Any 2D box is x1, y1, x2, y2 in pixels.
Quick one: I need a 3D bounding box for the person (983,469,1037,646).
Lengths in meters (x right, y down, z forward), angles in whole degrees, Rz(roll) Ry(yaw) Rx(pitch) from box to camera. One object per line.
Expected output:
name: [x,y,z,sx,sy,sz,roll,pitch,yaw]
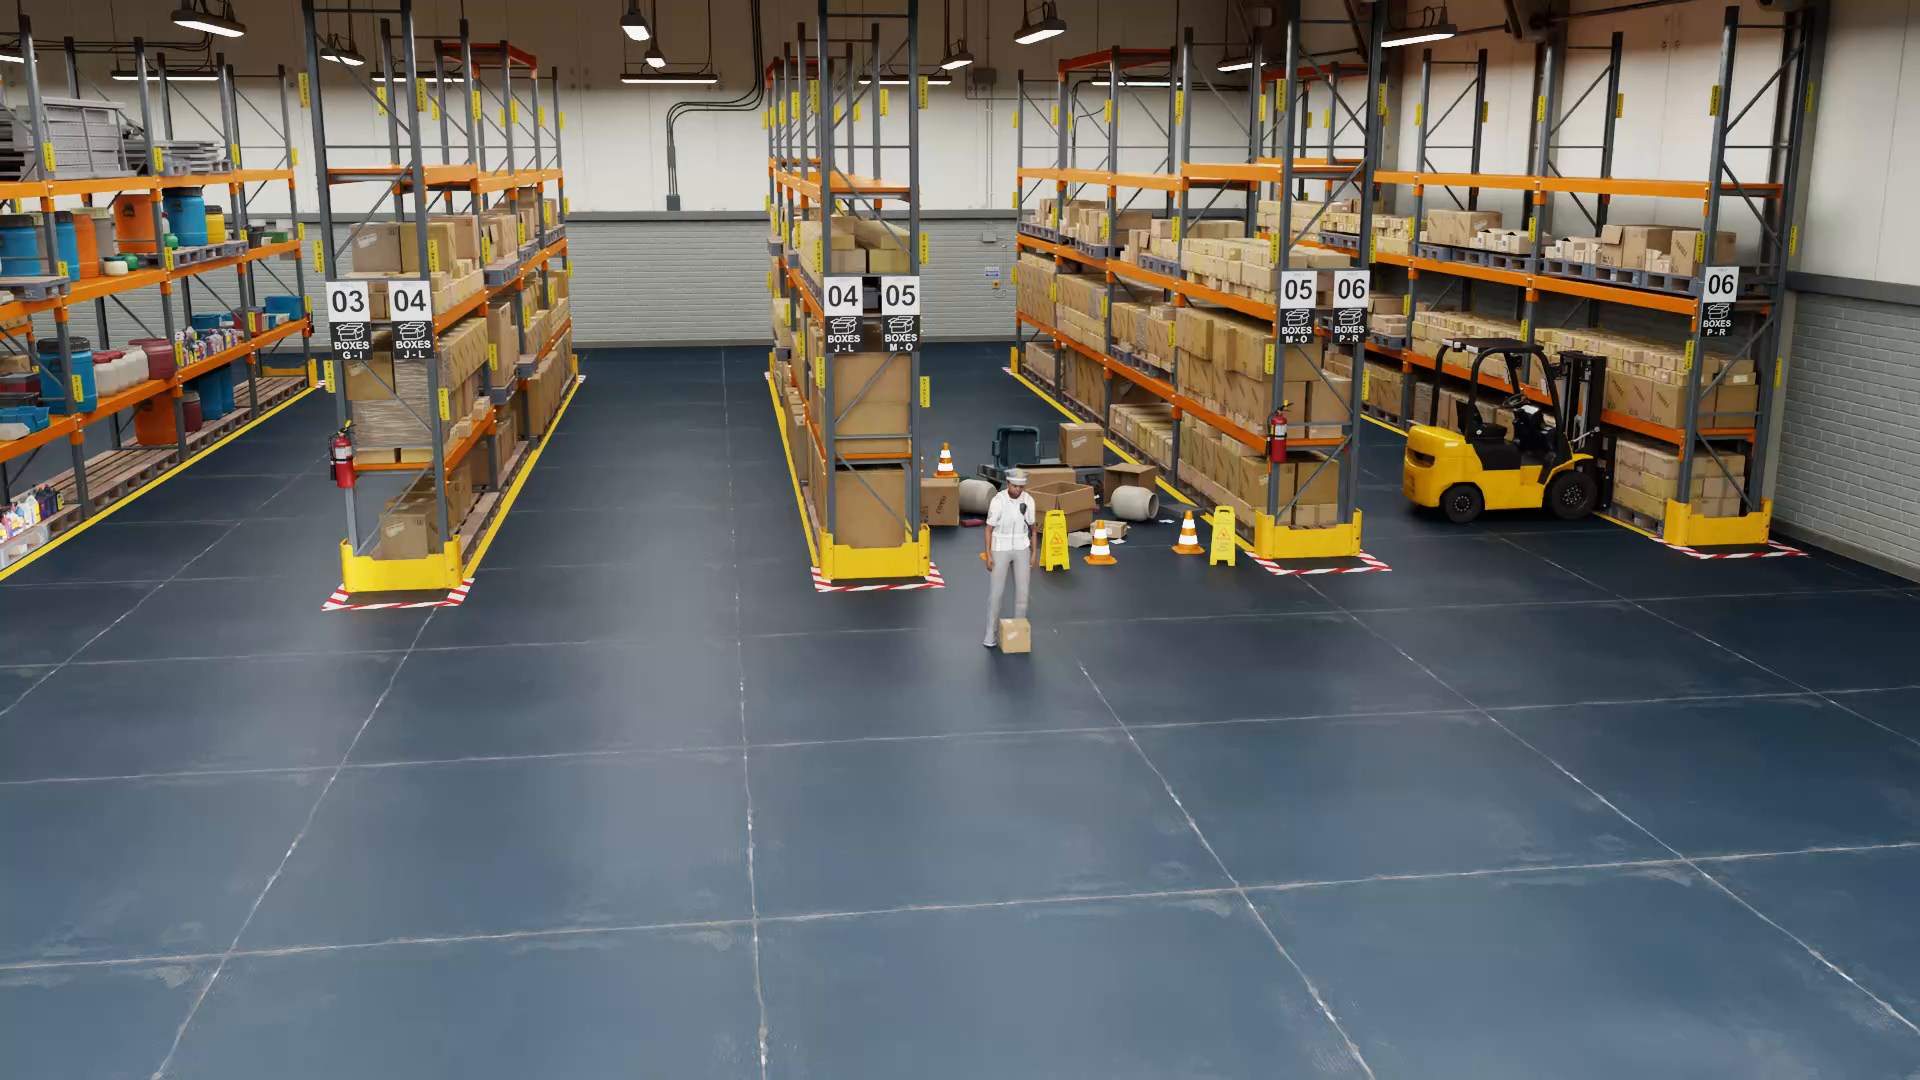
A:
person: [0.461,0.144,15.378,0.518,1.658,0.399,-2,13,-9]
